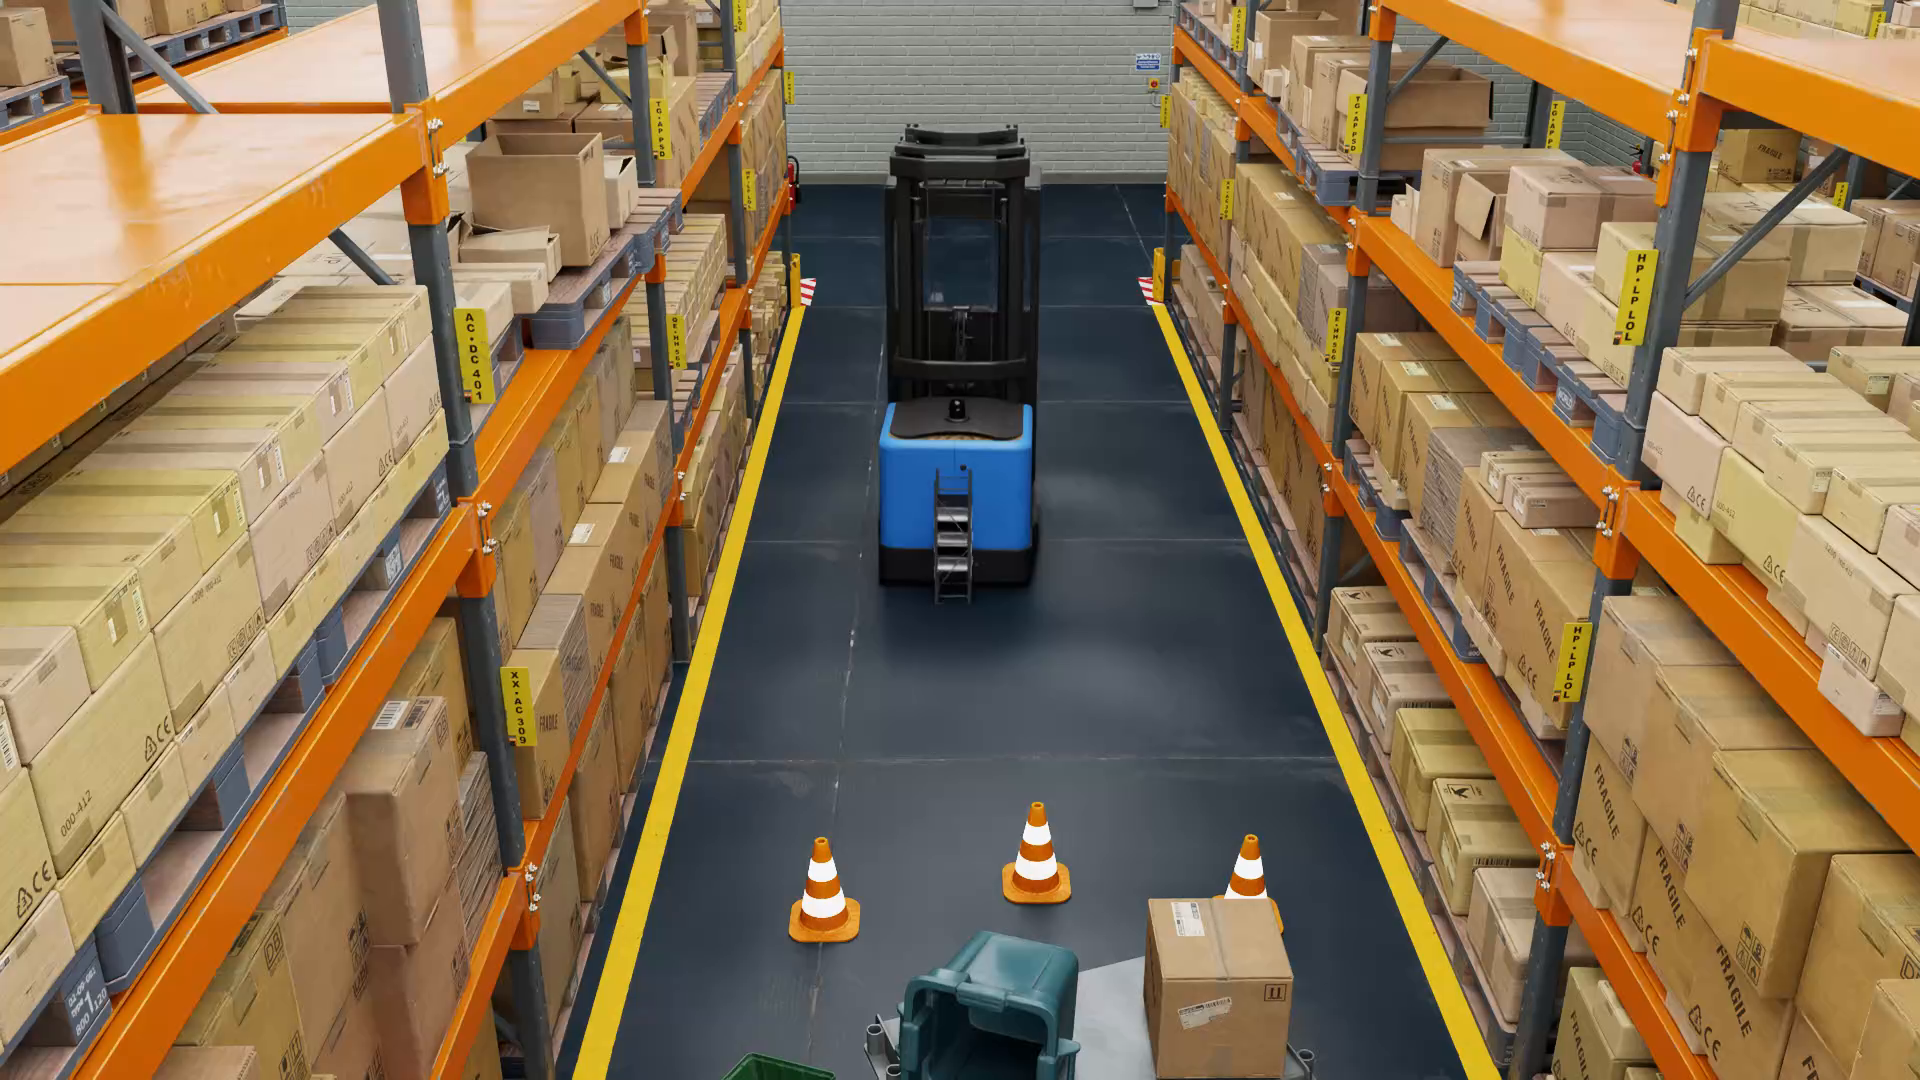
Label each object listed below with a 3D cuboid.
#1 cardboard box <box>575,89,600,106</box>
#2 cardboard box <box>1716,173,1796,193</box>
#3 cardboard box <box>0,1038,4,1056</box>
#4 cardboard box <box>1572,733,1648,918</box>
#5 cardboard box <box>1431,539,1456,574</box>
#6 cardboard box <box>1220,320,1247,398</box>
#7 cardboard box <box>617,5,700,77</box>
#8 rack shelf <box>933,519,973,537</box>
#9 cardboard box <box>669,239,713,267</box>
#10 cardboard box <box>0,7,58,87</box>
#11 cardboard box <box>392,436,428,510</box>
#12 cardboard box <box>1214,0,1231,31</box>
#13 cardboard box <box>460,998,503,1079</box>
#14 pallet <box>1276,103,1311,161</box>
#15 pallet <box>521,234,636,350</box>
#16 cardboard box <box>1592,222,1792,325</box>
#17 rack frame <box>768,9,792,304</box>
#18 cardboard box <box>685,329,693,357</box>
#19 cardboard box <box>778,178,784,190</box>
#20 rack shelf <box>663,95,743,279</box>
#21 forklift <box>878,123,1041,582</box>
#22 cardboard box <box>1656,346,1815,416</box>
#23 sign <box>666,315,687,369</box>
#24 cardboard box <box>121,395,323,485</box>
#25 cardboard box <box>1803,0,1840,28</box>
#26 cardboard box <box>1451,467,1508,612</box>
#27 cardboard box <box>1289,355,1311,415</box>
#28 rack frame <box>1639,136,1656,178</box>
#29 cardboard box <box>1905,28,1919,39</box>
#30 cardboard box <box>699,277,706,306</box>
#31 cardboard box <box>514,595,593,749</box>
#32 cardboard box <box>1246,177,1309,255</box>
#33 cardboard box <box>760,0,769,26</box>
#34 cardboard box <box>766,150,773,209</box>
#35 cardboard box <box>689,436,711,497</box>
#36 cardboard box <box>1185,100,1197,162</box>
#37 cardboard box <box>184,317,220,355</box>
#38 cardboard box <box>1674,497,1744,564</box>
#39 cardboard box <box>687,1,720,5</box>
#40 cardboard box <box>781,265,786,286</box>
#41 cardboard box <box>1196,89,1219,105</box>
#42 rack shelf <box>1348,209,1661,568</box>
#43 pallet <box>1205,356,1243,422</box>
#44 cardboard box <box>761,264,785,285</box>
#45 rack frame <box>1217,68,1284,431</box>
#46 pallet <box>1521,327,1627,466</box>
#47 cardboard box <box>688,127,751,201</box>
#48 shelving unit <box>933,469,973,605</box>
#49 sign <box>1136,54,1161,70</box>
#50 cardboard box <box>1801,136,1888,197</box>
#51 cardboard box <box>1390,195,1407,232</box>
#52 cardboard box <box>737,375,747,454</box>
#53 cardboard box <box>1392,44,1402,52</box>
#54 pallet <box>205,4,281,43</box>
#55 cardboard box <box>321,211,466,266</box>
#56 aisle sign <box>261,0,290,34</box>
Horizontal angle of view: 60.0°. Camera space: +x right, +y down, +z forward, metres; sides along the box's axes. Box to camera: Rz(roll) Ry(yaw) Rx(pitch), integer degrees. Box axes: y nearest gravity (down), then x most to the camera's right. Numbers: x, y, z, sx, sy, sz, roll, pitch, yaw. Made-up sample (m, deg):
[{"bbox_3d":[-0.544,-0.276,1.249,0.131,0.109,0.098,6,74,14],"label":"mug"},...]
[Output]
[{"bbox_3d":[-2.472,-2.463,10.178,0.500,0.500,0.500,0,24,-1],"label":"cardboard box"},{"bbox_3d":[7.408,-3.247,15.493,0.500,0.250,0.500,-1,24,-2],"label":"cardboard box"},{"bbox_3d":[-1.795,0.846,2.658,0.380,0.149,0.250,0,24,0],"label":"cardboard box"},{"bbox_3d":[2.525,0.975,5.855,0.500,0.500,0.500,0,24,-1],"label":"cardboard box"},{"bbox_3d":[2.542,0.049,8.179,0.380,0.149,0.250,1,24,1],"label":"cardboard box"},{"bbox_3d":[2.812,-1.606,14.644,0.875,0.438,0.875,-1,24,-1],"label":"cardboard box"},{"bbox_3d":[-2.343,-3.706,12.417,0.700,0.500,0.500,0,24,0],"label":"cardboard box"},{"bbox_3d":[-0.044,-0.069,11.055,0.258,0.077,0.200,1,24,2],"label":"rack shelf"},{"bbox_3d":[-2.030,-2.117,12.248,0.380,0.149,0.250,0,24,-1],"label":"cardboard box"},{"bbox_3d":[-7.181,-3.643,12.277,0.700,0.500,0.500,0,24,1],"label":"cardboard box"},{"bbox_3d":[-1.823,-0.199,4.968,0.380,0.149,0.250,0,24,0],"label":"cardboard box"},{"bbox_3d":[2.540,-4.789,14.690,0.500,0.500,0.500,0,24,0],"label":"cardboard box"},{"bbox_3d":[-2.213,2.074,5.977,0.875,0.875,0.875,0,24,0],"label":"cardboard box"},{"bbox_3d":[2.680,-2.681,11.011,1.003,0.211,1.213,1,24,2],"label":"pallet"},{"bbox_3d":[-2.118,-1.166,7.660,1.003,0.211,1.213,1,24,2],"label":"pallet"},{"bbox_3d":[2.665,-0.982,6.091,0.500,0.250,0.500,0,24,1],"label":"cardboard box"},{"bbox_3d":[-2.281,-3.907,17.132,1.000,3.000,0.127,0,24,-1],"label":"rack frame"},{"bbox_3d":[-2.012,-1.316,11.197,0.380,0.149,0.250,1,24,1],"label":"cardboard box"},{"bbox_3d":[-1.995,-3.660,16.890,0.380,0.149,0.250,0,24,0],"label":"cardboard box"},{"bbox_3d":[-2.215,-2.474,11.196,1.077,0.370,4.000,0,24,-1],"label":"rack shelf"},{"bbox_3d":[0.029,-1.612,12.140,1.130,2.935,3.031,1,24,2],"label":"forklift"},{"bbox_3d":[2.476,-0.511,5.320,0.380,0.149,0.250,-1,24,-1],"label":"cardboard box"},{"bbox_3d":[-1.638,-1.142,9.614,0.100,0.325,0.005,0,24,-1],"label":"sign"},{"bbox_3d":[-1.815,-0.248,4.108,0.380,0.149,0.250,0,24,0],"label":"cardboard box"},{"bbox_3d":[7.414,-4.424,13.850,0.500,0.250,0.500,-1,24,-1],"label":"cardboard box"},{"bbox_3d":[2.558,-0.005,7.513,0.500,0.500,0.500,1,24,1],"label":"cardboard box"},{"bbox_3d":[2.469,-1.024,10.939,0.500,0.250,0.500,0,24,0],"label":"cardboard box"},{"bbox_3d":[7.631,-3.995,17.327,1.000,3.000,0.127,0,24,-1],"label":"rack frame"},{"bbox_3d":[7.314,-3.737,12.429,0.380,0.149,0.250,0,24,0],"label":"cardboard box"},{"bbox_3d":[-2.017,-1.765,11.831,0.380,0.149,0.250,0,24,0],"label":"cardboard box"},{"bbox_3d":[-1.893,0.566,7.121,0.500,0.500,0.500,0,24,0],"label":"cardboard box"},{"bbox_3d":[2.462,-2.432,12.536,0.500,0.500,0.500,0,24,-1],"label":"cardboard box"},{"bbox_3d":[-2.012,-4.823,15.092,0.500,0.250,0.500,0,24,0],"label":"cardboard box"},{"bbox_3d":[-2.008,-3.278,15.258,0.500,0.500,0.500,1,24,2],"label":"cardboard box"},{"bbox_3d":[-1.964,-0.499,11.210,0.500,0.250,0.500,-1,24,-1],"label":"cardboard box"},{"bbox_3d":[2.414,-3.848,15.667,0.500,0.500,0.500,0,24,-1],"label":"cardboard box"},{"bbox_3d":[-2.486,-0.663,5.027,0.380,0.149,0.250,0,24,0],"label":"cardboard box"},{"bbox_3d":[2.501,-0.041,5.249,0.380,0.149,0.250,0,24,-1],"label":"cardboard box"},{"bbox_3d":[-1.968,-4.200,13.232,0.380,0.149,0.250,-1,24,-3],"label":"cardboard box"},{"bbox_3d":[-1.990,-2.719,17.094,0.380,0.149,0.250,-1,24,-2],"label":"cardboard box"},{"bbox_3d":[2.394,-4.086,15.405,0.380,0.149,0.250,0,24,0],"label":"cardboard box"},{"bbox_3d":[2.777,-0.889,7.693,1.077,0.370,4.000,0,24,-1],"label":"rack shelf"},{"bbox_3d":[2.782,-1.366,14.898,1.003,0.211,1.213,0,24,-1],"label":"pallet"},{"bbox_3d":[-1.946,-2.644,16.567,0.380,0.149,0.250,-1,24,-2],"label":"cardboard box"},{"bbox_3d":[2.712,-2.323,13.629,1.000,3.000,0.127,0,24,-1],"label":"rack frame"},{"bbox_3d":[2.899,-0.562,6.325,1.213,0.211,1.003,0,24,-1],"label":"pallet"},{"bbox_3d":[-1.998,-3.083,13.614,0.500,0.500,0.500,0,24,1],"label":"cardboard box"},{"bbox_3d":[-0.044,-0.017,11.079,0.258,0.900,0.210,1,24,2],"label":"shelving unit"},{"bbox_3d":[2.534,-6.443,22.410,0.327,0.218,0.001,0,24,-1],"label":"sign"},{"bbox_3d":[7.925,-3.370,14.857,0.500,0.500,0.500,-1,24,-2],"label":"cardboard box"},{"bbox_3d":[2.589,-1.796,9.130,0.380,0.149,0.250,0,24,-1],"label":"cardboard box"},{"bbox_3d":[-1.977,-1.008,13.245,0.500,0.500,0.500,-1,24,-2],"label":"cardboard box"},{"bbox_3d":[2.931,-3.478,12.142,0.500,0.311,0.500,0,24,-1],"label":"cardboard box"},{"bbox_3d":[-7.223,-4.947,15.900,1.003,0.211,1.213,0,24,-1],"label":"pallet"},{"bbox_3d":[-2.389,-1.247,7.087,0.500,0.311,0.500,-1,24,-2],"label":"cardboard box"},{"bbox_3d":[-6.942,-5.142,16.708,0.394,0.787,0.004,0,24,-1],"label":"aisle sign"}]
